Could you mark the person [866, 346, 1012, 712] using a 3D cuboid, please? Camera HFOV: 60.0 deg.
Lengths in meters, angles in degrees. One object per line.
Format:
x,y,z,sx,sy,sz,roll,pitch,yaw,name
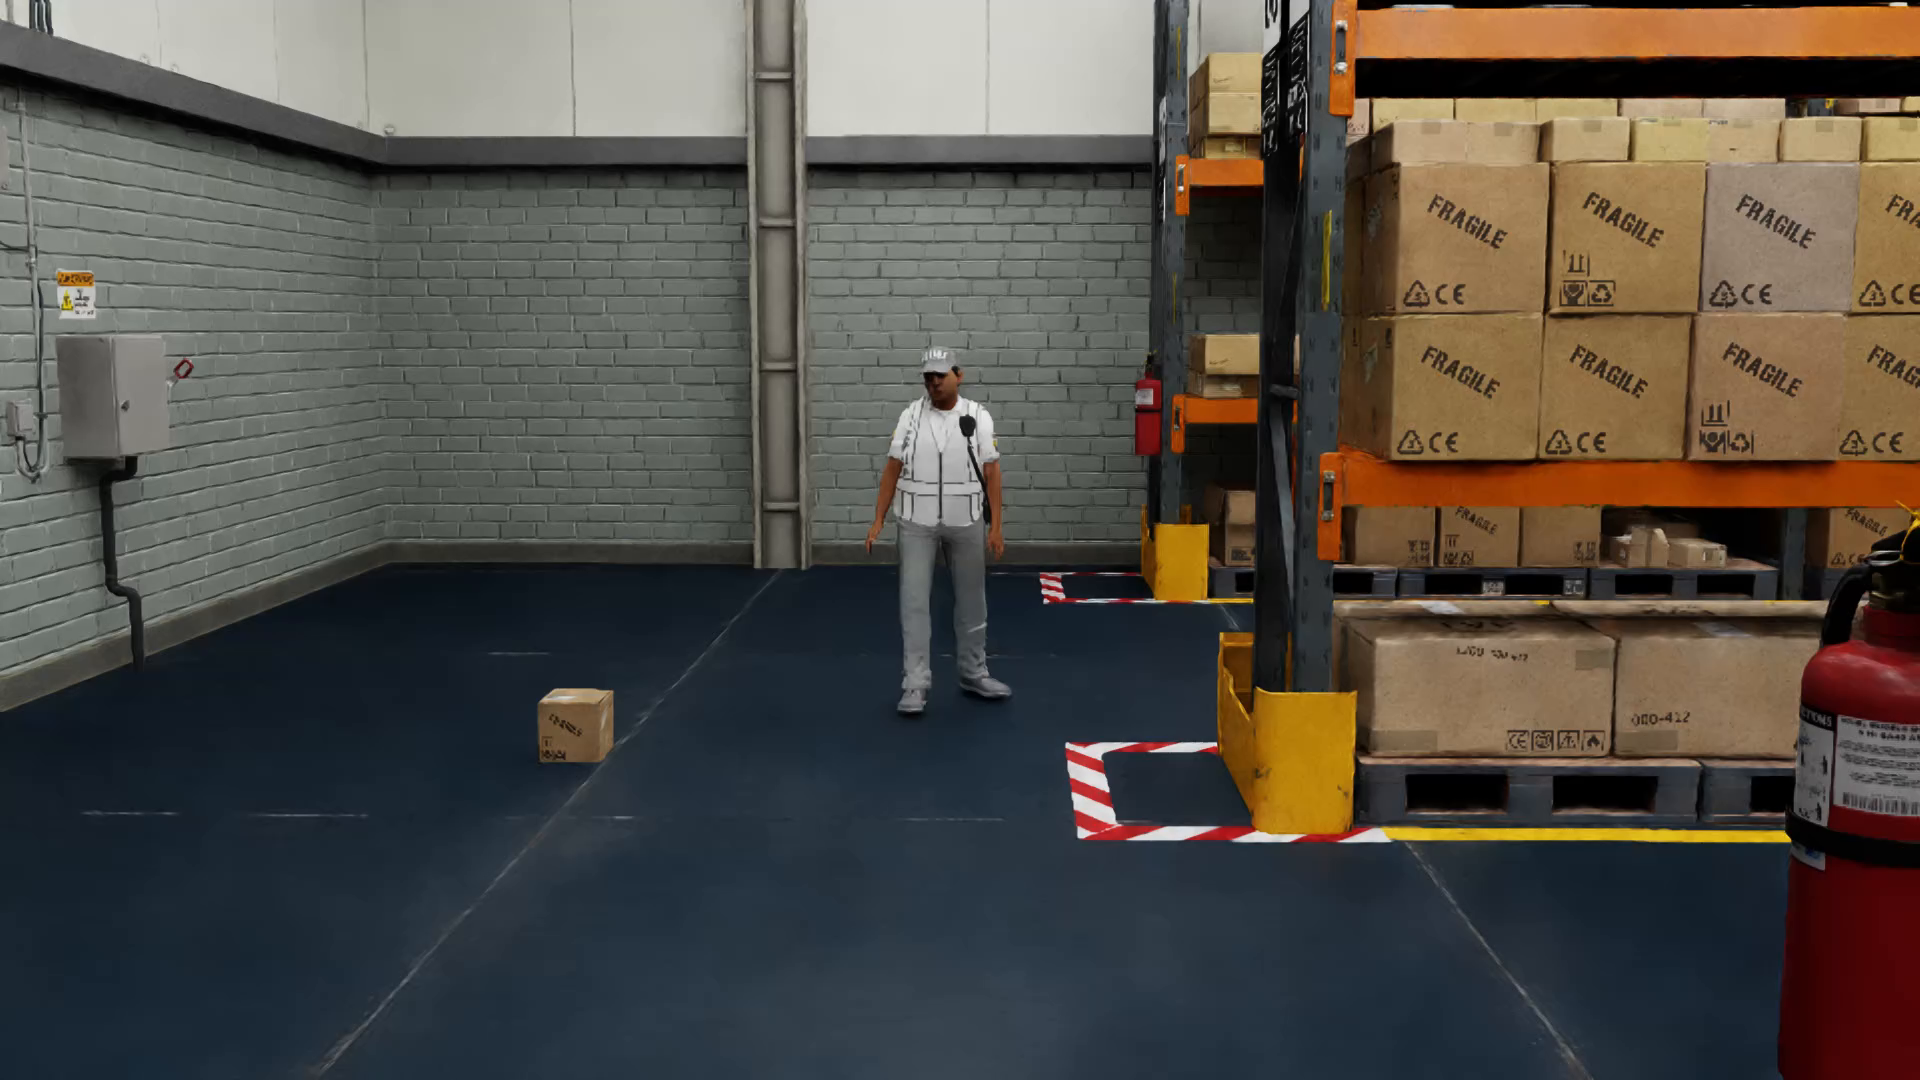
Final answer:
-0.093,-0.062,7.652,0.681,1.650,0.582,0,7,-1,person
